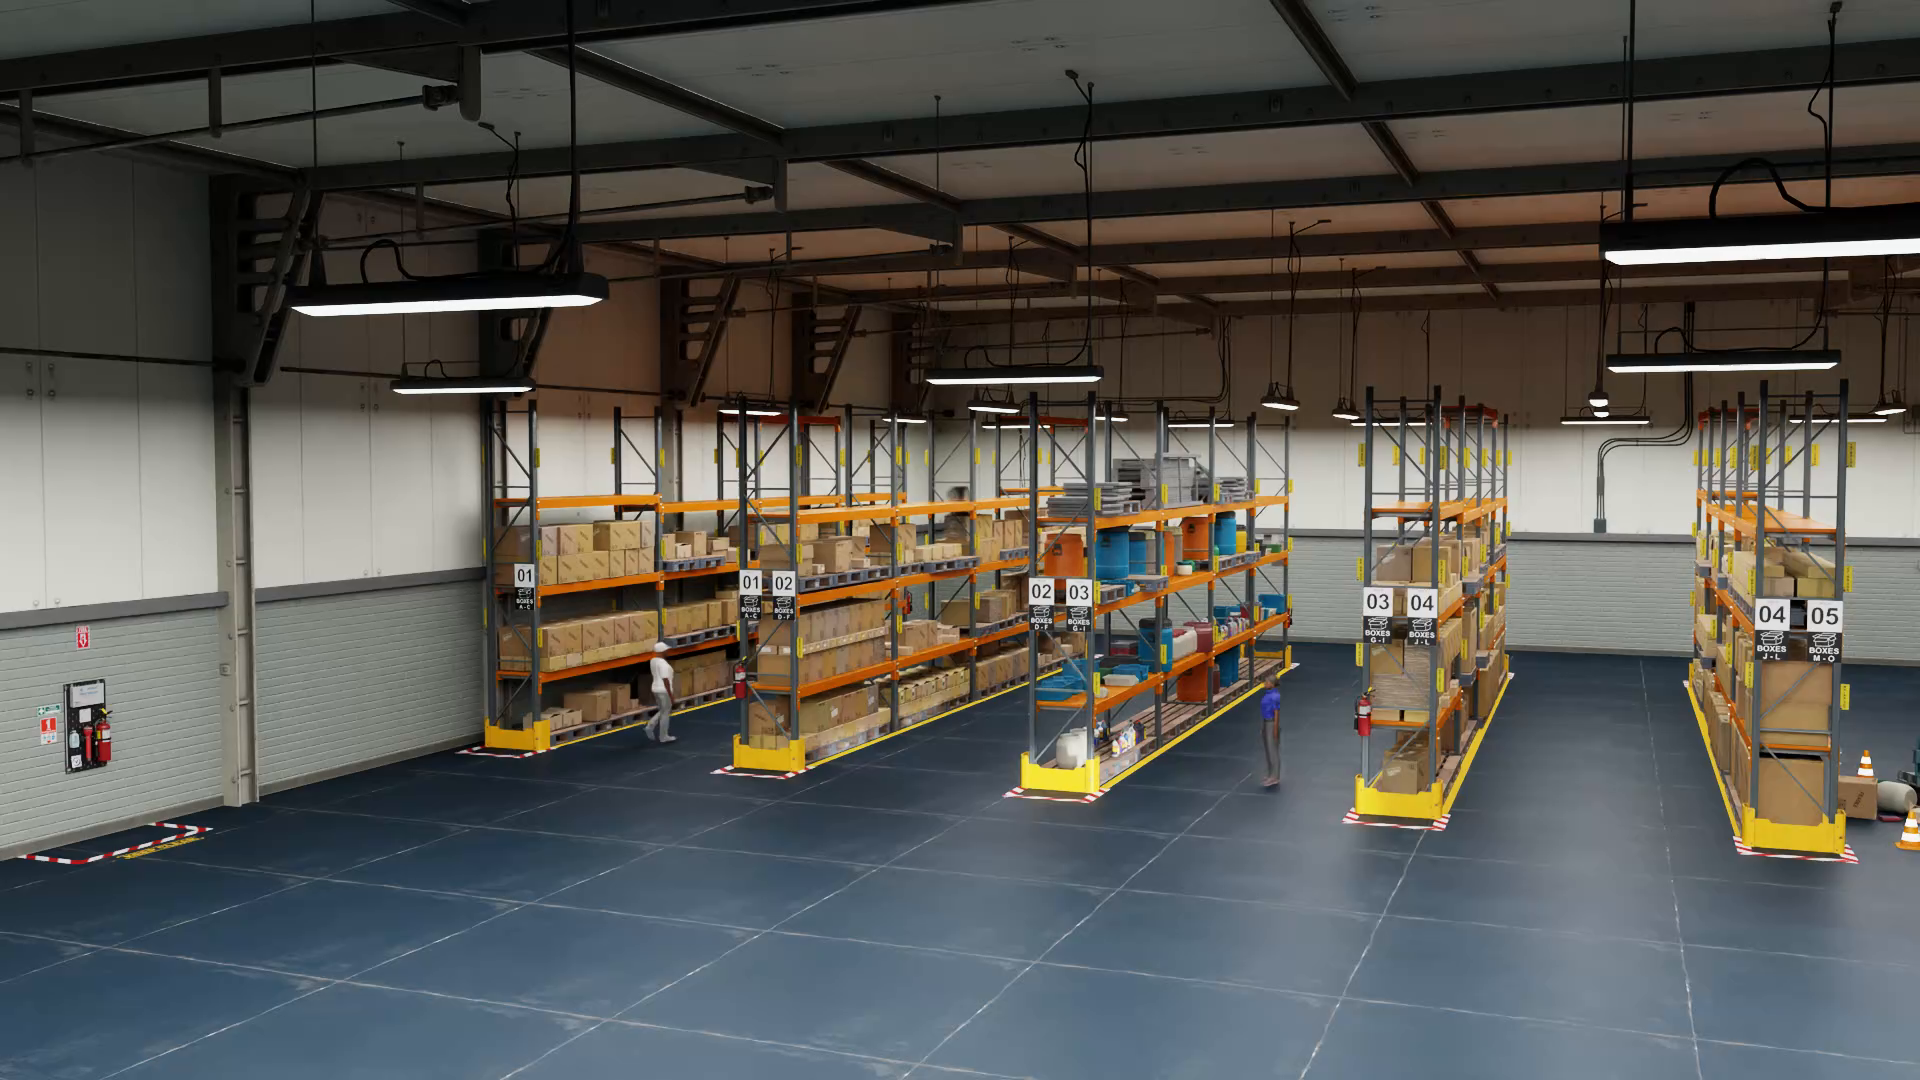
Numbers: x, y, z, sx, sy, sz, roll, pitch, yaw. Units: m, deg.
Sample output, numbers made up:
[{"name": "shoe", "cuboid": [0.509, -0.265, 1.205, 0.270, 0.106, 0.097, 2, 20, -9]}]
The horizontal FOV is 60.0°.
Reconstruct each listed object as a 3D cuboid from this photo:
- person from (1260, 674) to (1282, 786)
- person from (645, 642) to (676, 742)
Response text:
[{"name": "person", "cuboid": [4.770, 2.913, 25.638, 0.372, 1.670, 0.543, 0, 3, -4]}, {"name": "person", "cuboid": [-5.251, 2.667, 29.174, 0.544, 1.759, 0.582, -2, 4, -37]}]
